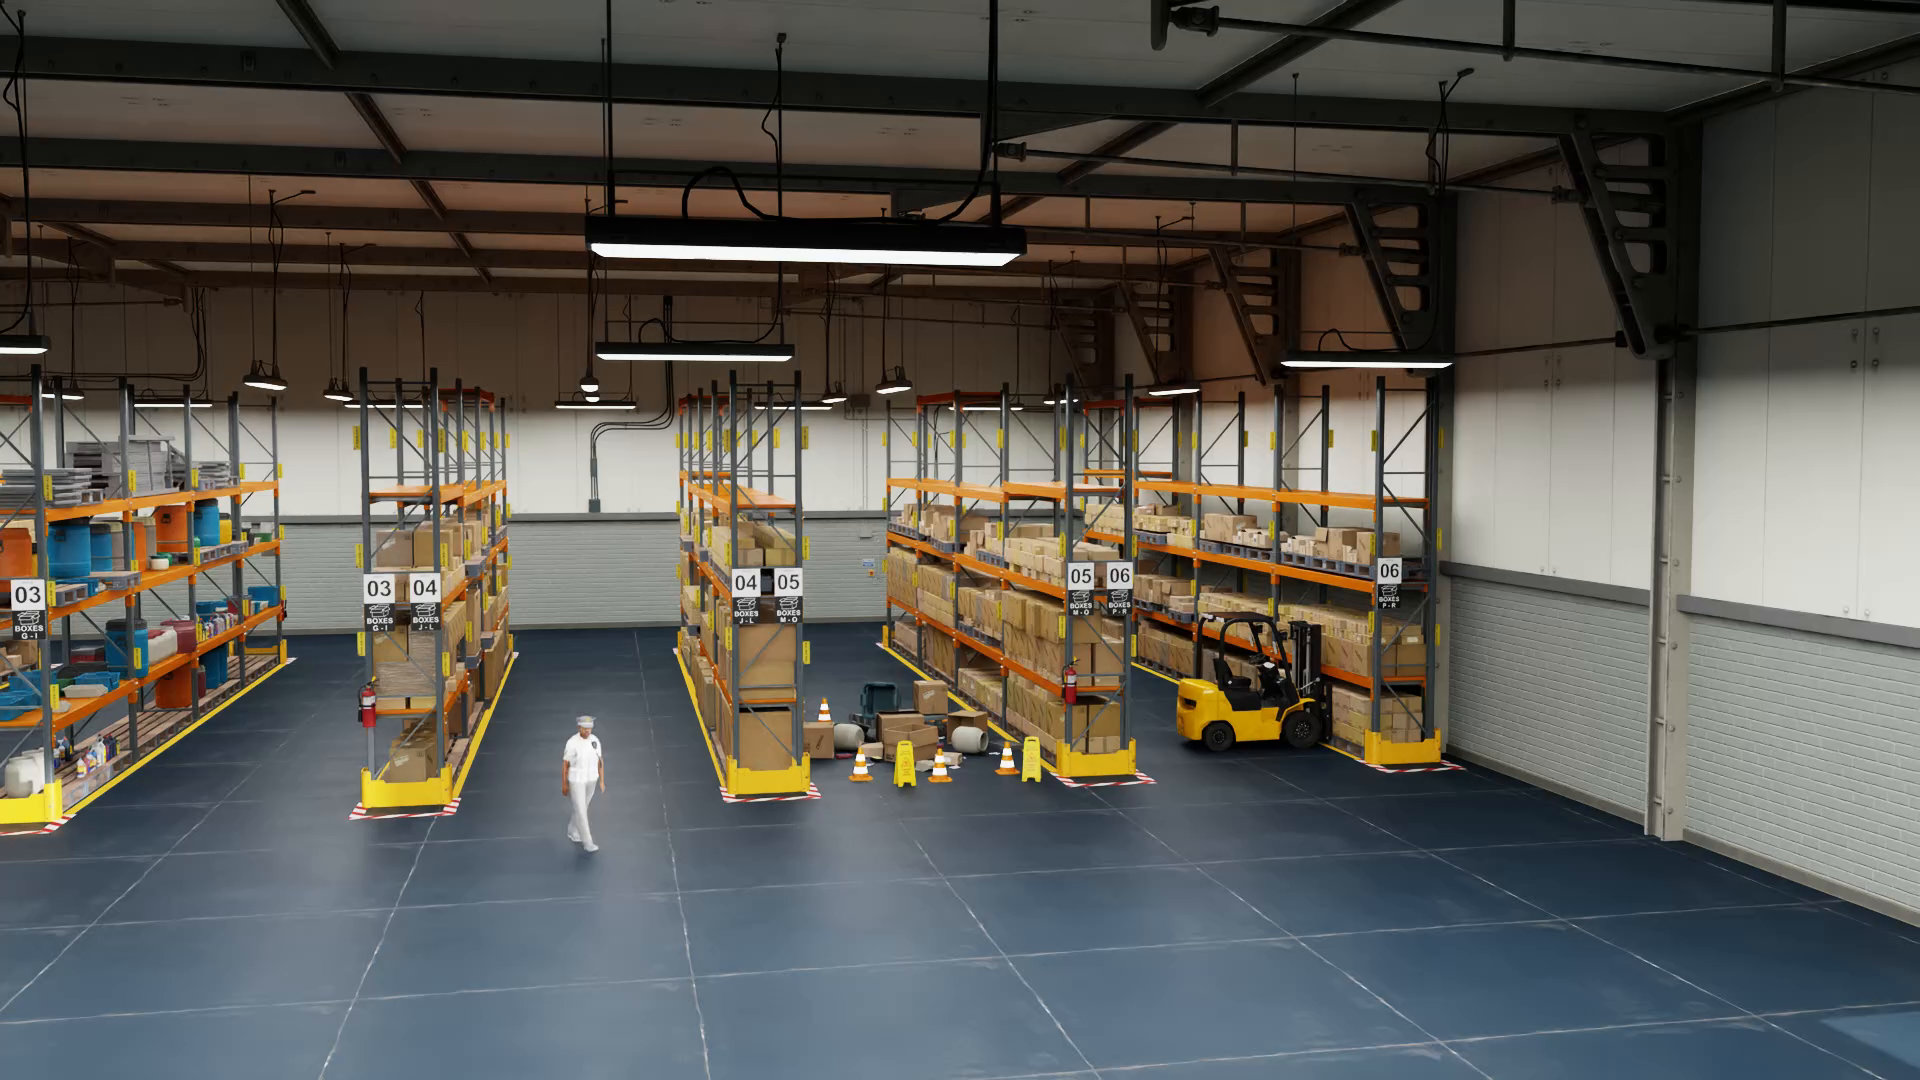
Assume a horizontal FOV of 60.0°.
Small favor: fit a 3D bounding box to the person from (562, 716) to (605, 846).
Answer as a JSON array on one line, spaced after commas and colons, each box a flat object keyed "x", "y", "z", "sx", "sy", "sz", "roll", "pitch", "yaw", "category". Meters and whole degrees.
[{"x": -4.644, "y": 2.917, "z": 20.437, "sx": 0.844, "sy": 1.542, "sz": 0.461, "roll": 3, "pitch": 5, "yaw": 44, "category": "person"}]
